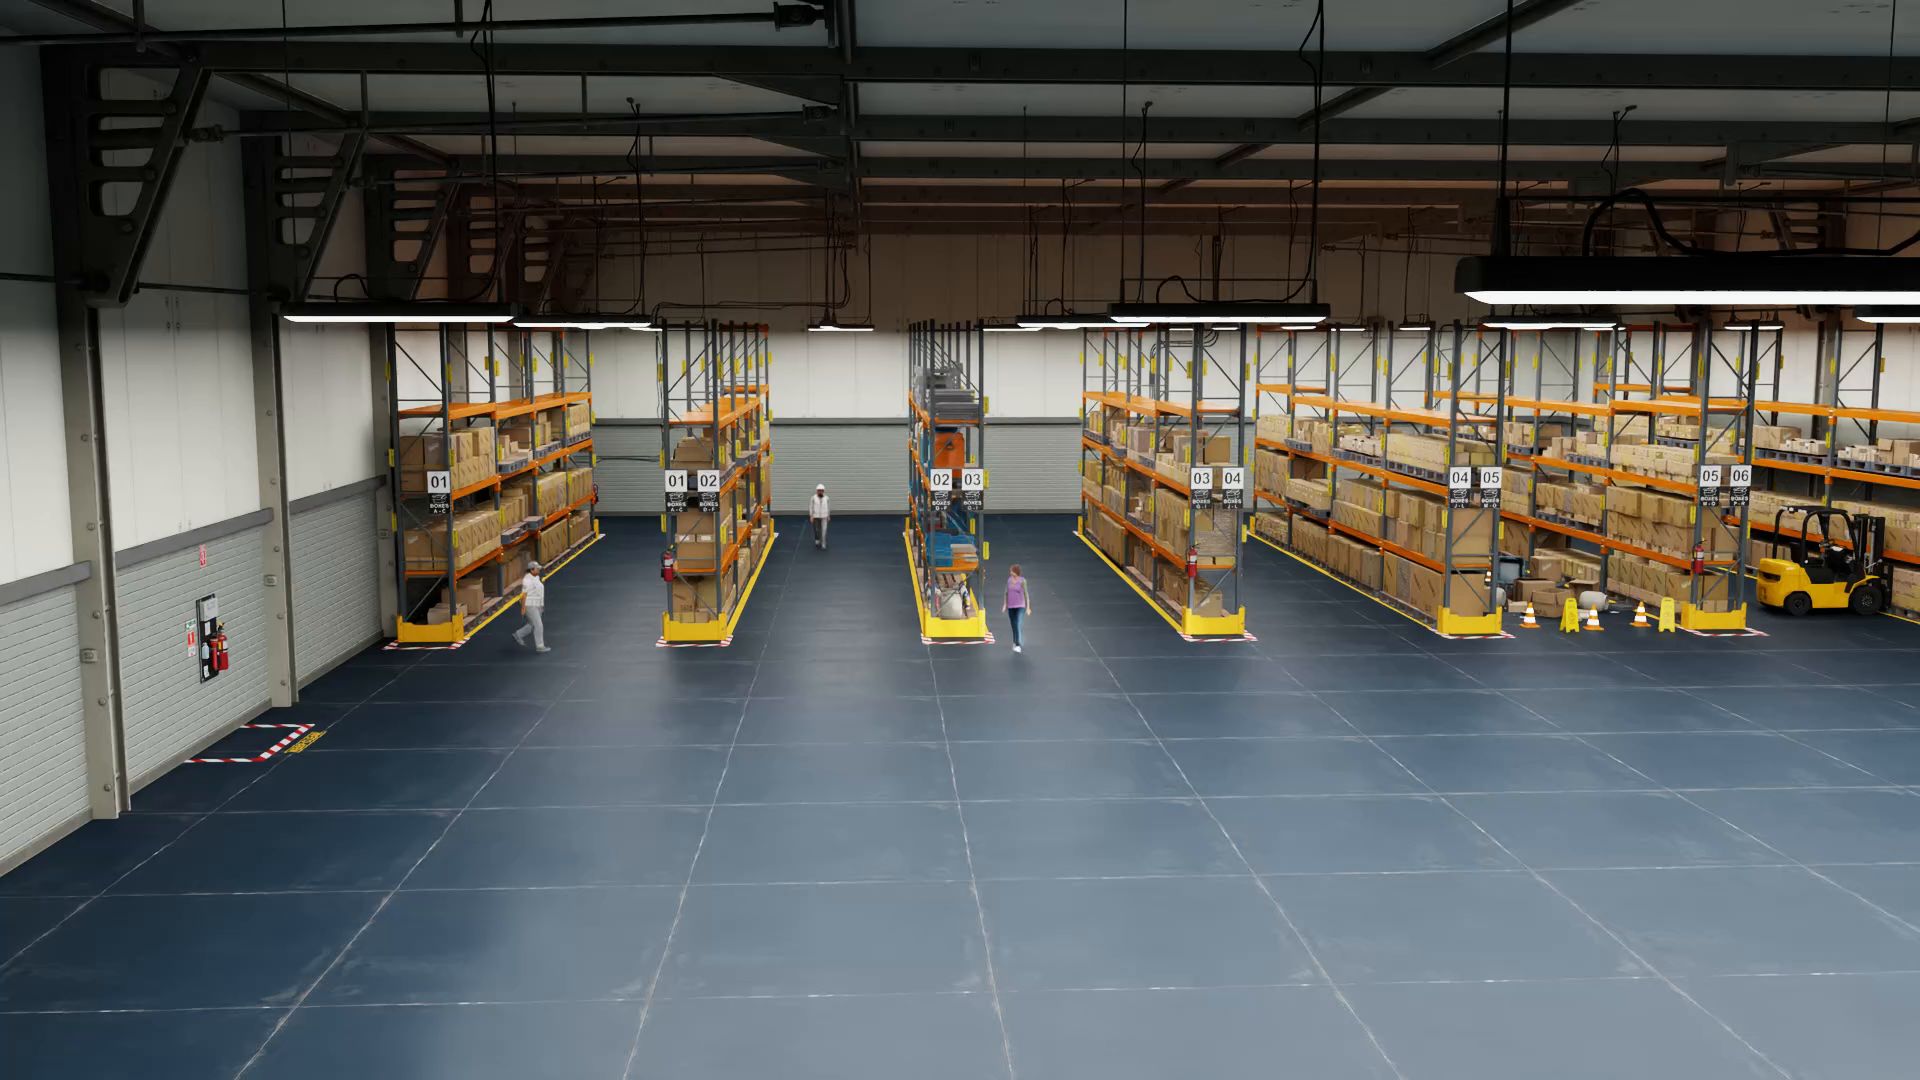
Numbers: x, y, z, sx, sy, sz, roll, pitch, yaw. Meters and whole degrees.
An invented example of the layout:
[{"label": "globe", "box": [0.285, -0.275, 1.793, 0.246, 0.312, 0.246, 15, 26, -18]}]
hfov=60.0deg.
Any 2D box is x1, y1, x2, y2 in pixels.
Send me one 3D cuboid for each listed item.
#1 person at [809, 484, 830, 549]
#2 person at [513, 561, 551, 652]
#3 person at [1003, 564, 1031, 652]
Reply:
[{"label": "person", "box": [-3.760, -0.636, 44.542, 0.561, 1.721, 1.084, -1, 7, -6]}, {"label": "person", "box": [-7.789, 1.188, 30.124, 0.866, 1.627, 0.503, 2, 7, 19]}, {"label": "person", "box": [1.018, 1.232, 30.159, 0.481, 1.592, 0.641, 4, 8, 32]}]
